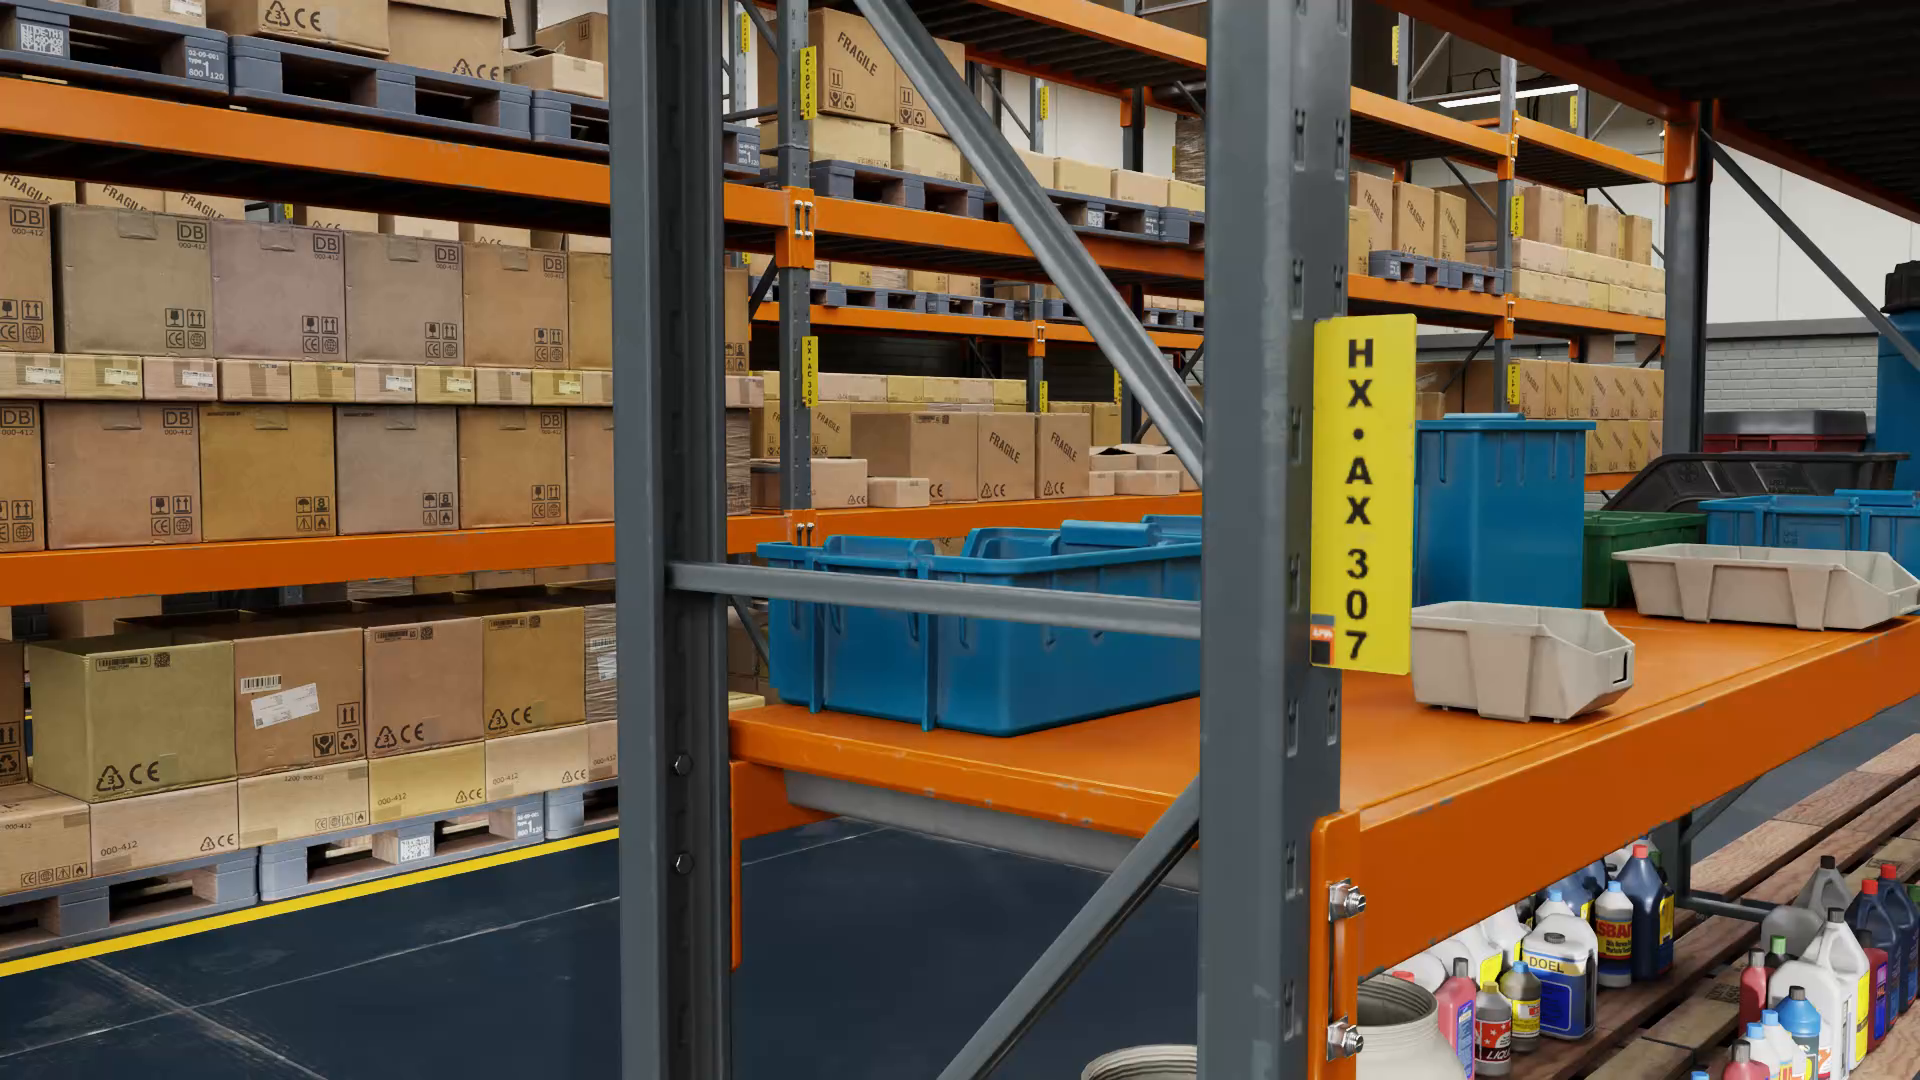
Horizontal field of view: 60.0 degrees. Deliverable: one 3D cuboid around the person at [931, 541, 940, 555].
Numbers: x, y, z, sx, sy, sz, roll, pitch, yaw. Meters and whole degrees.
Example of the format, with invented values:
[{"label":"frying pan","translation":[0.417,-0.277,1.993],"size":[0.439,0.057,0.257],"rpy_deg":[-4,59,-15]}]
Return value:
[{"label":"person","translation":[-0.502,0.389,14.150],"size":[0.424,0.798,0.867],"rpy_deg":[3,5,39]}]
